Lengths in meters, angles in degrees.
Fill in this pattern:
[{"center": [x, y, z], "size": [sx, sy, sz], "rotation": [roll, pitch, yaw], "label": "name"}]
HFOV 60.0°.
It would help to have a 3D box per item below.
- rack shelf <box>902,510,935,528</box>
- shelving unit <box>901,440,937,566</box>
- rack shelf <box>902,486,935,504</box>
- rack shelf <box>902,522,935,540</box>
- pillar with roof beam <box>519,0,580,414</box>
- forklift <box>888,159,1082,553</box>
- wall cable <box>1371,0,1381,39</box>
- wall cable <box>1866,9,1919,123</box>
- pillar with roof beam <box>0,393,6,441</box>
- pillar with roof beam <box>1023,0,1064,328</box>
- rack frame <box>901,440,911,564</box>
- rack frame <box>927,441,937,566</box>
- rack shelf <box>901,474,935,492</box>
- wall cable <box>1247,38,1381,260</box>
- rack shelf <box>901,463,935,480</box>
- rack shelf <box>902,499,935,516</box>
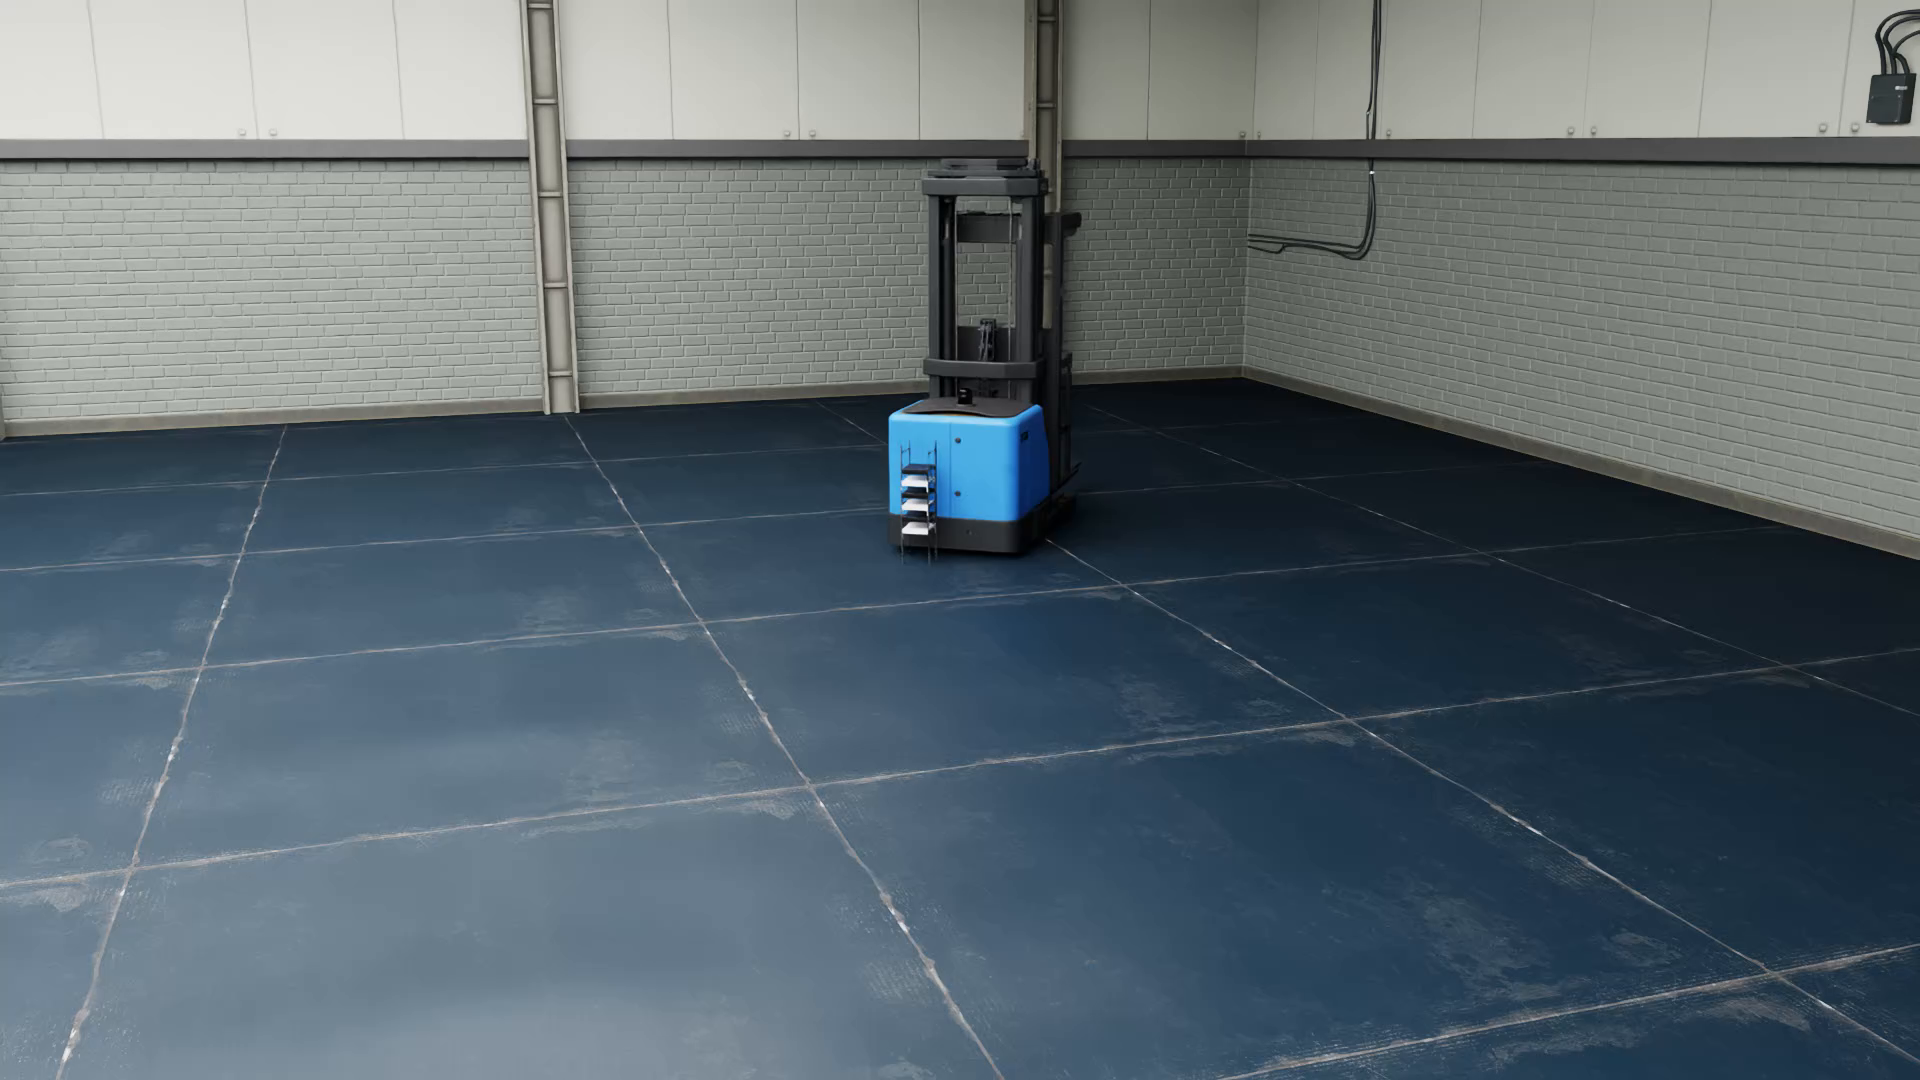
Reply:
[{"center": [-0.304, -0.159, 12.397], "size": [0.200, 0.077, 0.258], "rotation": [3, 14, 14], "label": "rack shelf"}, {"center": [-0.304, -0.279, 12.369], "size": [0.210, 0.900, 0.258], "rotation": [3, 14, 14], "label": "shelving unit"}, {"center": [-0.304, -0.334, 12.355], "size": [0.200, 0.077, 0.258], "rotation": [3, 14, 14], "label": "rack shelf"}, {"center": [-0.304, -0.071, 12.418], "size": [0.200, 0.077, 0.258], "rotation": [3, 14, 14], "label": "rack shelf"}, {"center": [-3.291, -4.937, 14.453], "size": [0.400, 9.000, 9.100], "rotation": [-4, 14, -18], "label": "pillar with roof beam"}, {"center": [0.356, -1.624, 13.635], "size": [1.130, 2.935, 3.031], "rotation": [4, 14, 16], "label": "forklift"}, {"center": [5.100, -6.605, 17.259], "size": [0.112, 2.526, 3.097], "rotation": [-4, 14, -18], "label": "wall cable"}, {"center": [7.250, -5.823, 10.827], "size": [0.169, 6.003, 2.305], "rotation": [-4, 14, -18], "label": "wall cable"}, {"center": [-8.977, -4.494, 12.591], "size": [0.400, 9.000, 9.100], "rotation": [-4, 14, -18], "label": "pillar with roof beam"}, {"center": [2.396, -5.380, 16.315], "size": [0.400, 9.000, 9.100], "rotation": [-4, 14, -18], "label": "pillar with roof beam"}, {"center": [-0.403, -0.284, 12.392], "size": [0.006, 0.900, 0.240], "rotation": [3, 14, 14], "label": "rack frame"}, {"center": [-0.206, -0.273, 12.345], "size": [0.006, 0.900, 0.240], "rotation": [3, 14, 14], "label": "rack frame"}, {"center": [-0.304, -0.421, 12.335], "size": [0.200, 0.077, 0.258], "rotation": [3, 14, 14], "label": "rack shelf"}, {"center": [4.237, -4.741, 20.338], "size": [0.112, 2.526, 3.097], "rotation": [-4, 14, -18], "label": "wall cable"}, {"center": [-0.304, -0.509, 12.314], "size": [0.200, 0.077, 0.258], "rotation": [3, 14, 14], "label": "rack shelf"}, {"center": [-0.304, -0.246, 12.376], "size": [0.200, 0.077, 0.258], "rotation": [3, 14, 14], "label": "rack shelf"}]
